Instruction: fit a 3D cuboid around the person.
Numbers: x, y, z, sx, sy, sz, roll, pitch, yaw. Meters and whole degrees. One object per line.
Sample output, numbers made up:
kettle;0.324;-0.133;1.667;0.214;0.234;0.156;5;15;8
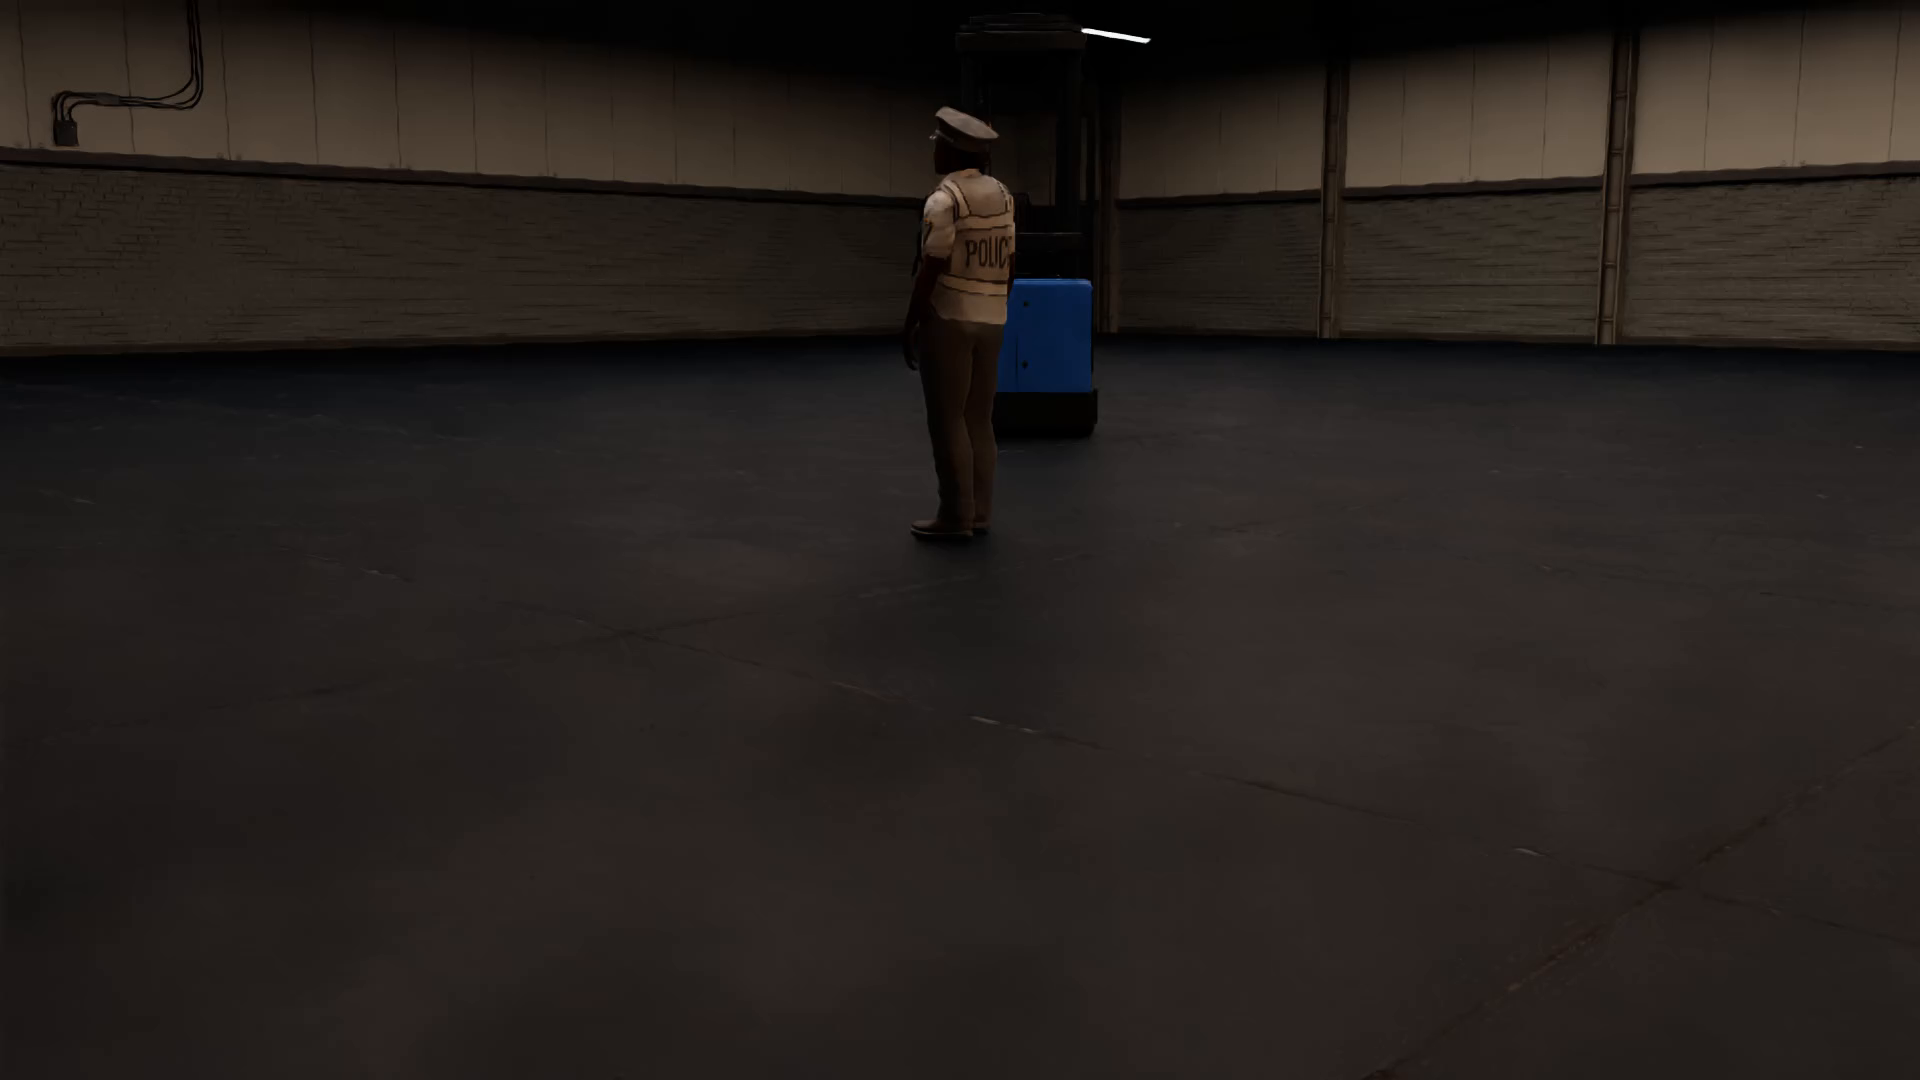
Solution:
person;-0.040;-0.855;6.656;0.529;1.695;0.570;8;12;43

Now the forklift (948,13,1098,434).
forklift;0.470;-2.372;12.625;1.130;2.935;3.031;0;9;3
